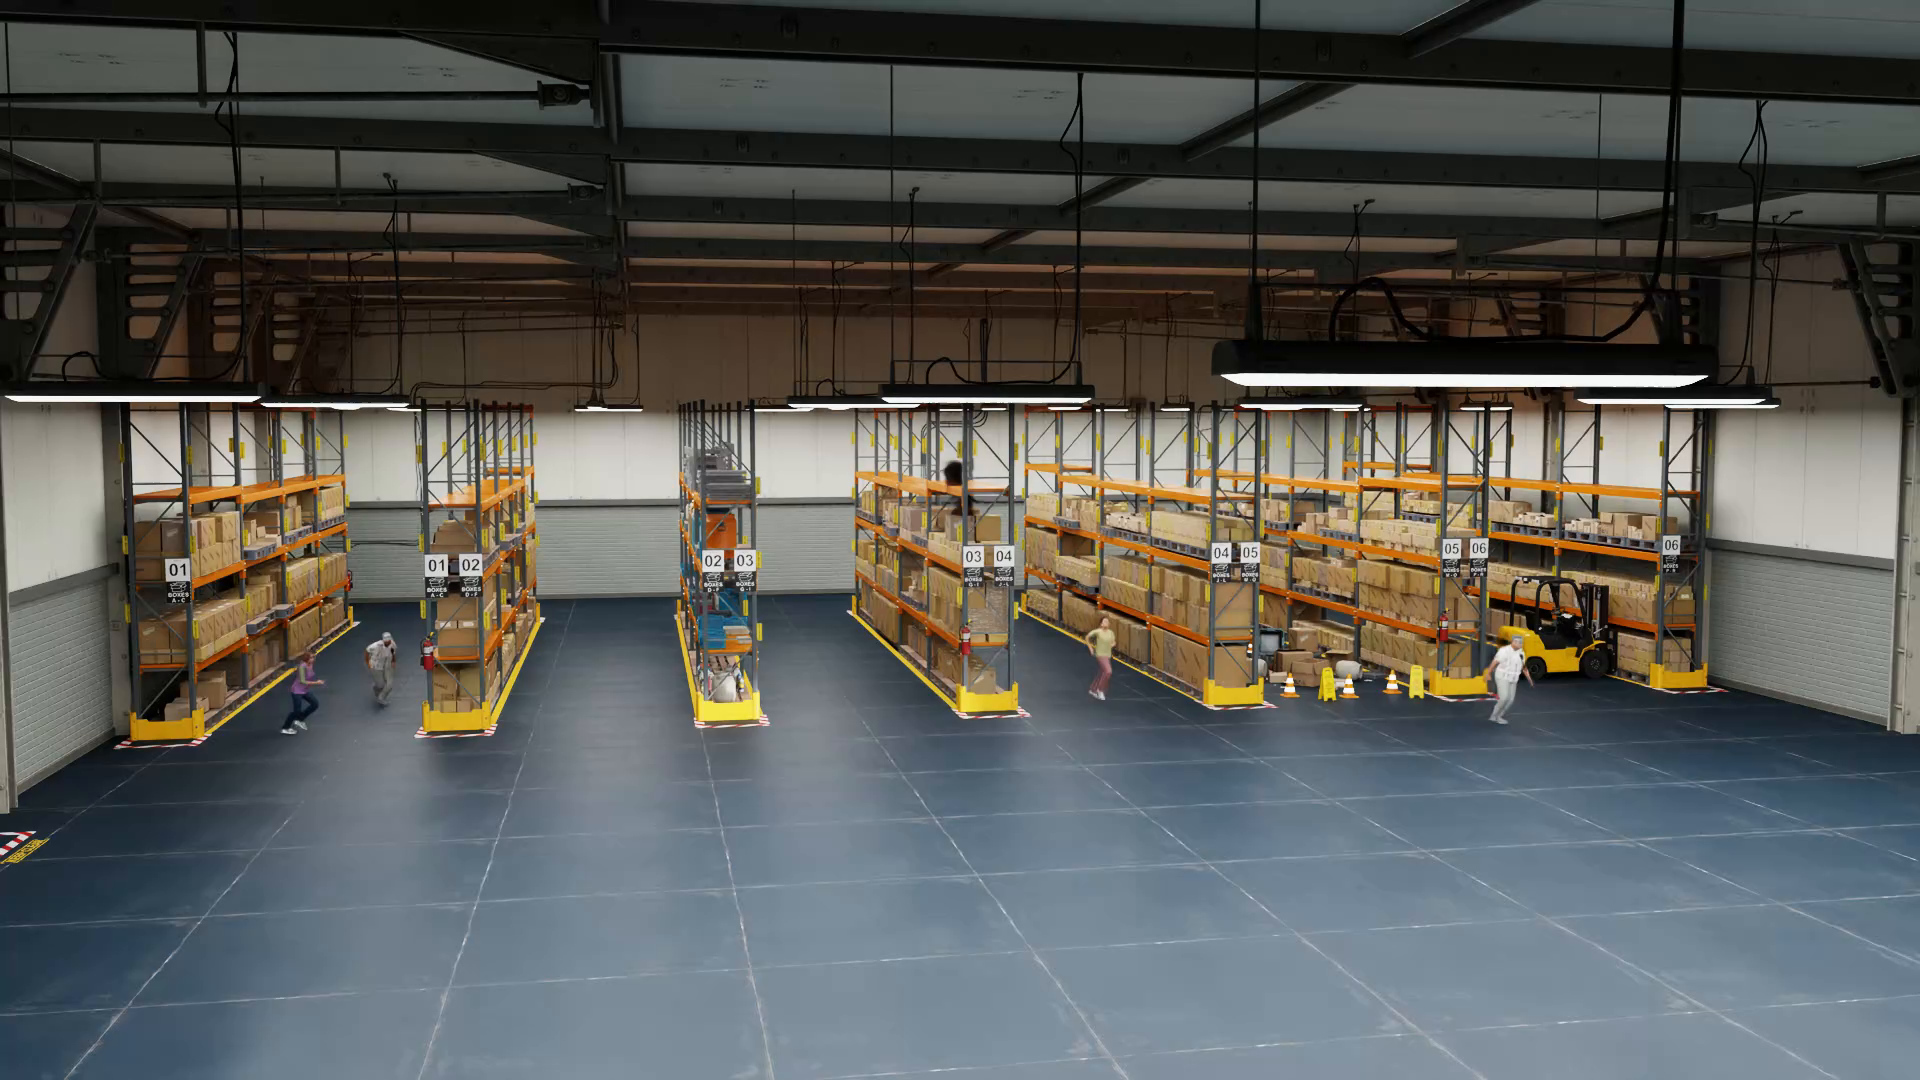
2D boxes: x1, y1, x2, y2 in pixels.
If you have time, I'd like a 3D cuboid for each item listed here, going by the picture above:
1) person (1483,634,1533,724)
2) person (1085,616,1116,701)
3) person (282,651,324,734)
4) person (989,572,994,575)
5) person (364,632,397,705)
[{"bbox_3d":[10.108,2.564,30.602,0.677,1.686,0.675,-2,5,-26],"label":"person"},{"bbox_3d":[2.884,2.372,33.494,0.557,1.678,0.678,-4,6,-40],"label":"person"},{"bbox_3d":[-11.761,2.726,29.798,0.831,1.503,0.552,0,4,5],"label":"person"},{"bbox_3d":[0.906,1.262,47.933,0.674,1.723,0.924,0,4,-2],"label":"person"},{"bbox_3d":[-11.404,2.529,32.742,0.627,1.481,0.903,-3,5,-38],"label":"person"}]
